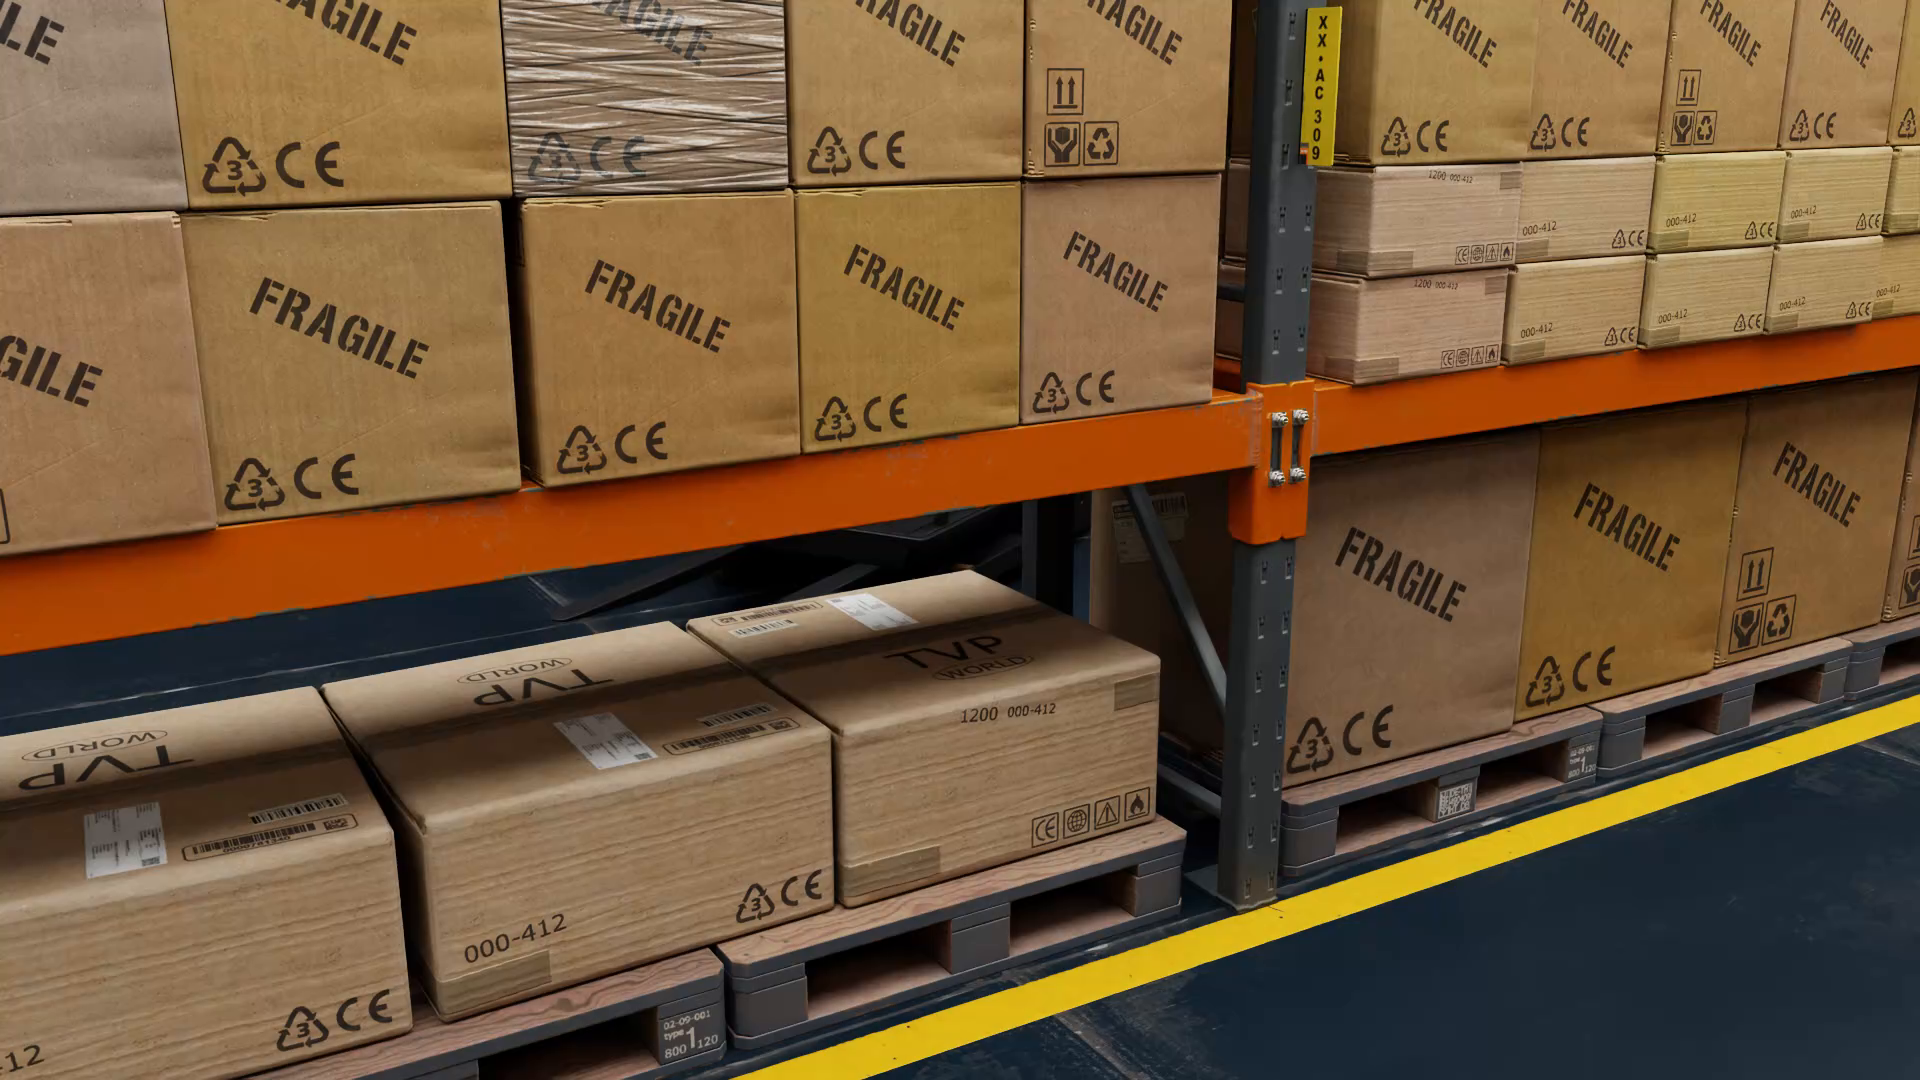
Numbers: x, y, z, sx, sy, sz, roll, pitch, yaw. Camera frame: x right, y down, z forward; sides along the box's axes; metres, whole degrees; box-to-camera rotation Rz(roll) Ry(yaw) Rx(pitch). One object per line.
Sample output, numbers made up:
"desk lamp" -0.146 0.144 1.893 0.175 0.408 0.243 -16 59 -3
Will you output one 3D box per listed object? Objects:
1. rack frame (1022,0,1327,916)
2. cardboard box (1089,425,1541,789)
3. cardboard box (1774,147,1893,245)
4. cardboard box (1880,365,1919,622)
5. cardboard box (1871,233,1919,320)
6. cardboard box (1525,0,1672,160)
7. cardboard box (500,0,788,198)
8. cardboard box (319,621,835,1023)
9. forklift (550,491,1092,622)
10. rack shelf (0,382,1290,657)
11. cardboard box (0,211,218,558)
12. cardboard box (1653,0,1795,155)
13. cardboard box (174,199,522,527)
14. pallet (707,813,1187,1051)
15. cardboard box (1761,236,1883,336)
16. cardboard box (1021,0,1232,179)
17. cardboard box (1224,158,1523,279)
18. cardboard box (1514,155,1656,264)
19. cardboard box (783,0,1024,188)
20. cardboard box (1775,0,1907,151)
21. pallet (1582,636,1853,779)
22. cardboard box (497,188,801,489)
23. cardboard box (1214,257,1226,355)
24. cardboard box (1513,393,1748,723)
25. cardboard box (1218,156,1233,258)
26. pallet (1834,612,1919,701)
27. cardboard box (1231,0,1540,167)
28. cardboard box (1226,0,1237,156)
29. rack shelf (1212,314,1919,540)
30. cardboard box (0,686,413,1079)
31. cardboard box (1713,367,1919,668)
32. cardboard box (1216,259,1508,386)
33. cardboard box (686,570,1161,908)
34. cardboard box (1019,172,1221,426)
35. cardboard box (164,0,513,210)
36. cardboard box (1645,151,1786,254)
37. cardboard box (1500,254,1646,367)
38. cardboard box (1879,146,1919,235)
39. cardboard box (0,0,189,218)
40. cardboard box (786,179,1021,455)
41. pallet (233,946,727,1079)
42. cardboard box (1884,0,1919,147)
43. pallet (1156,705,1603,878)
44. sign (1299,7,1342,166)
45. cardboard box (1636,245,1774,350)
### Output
"rack frame" 0.484 -0.642 4.142 0.127 3.000 1.000 -9 18 -30
"cardboard box" 0.974 0.074 4.745 0.875 0.875 0.875 -9 18 -28
"cardboard box" 2.317 -1.020 4.842 0.500 0.250 0.500 -10 18 -31
"cardboard box" 3.278 -0.300 6.081 0.875 0.875 0.875 -9 18 -30
"cardboard box" 2.743 -0.854 5.178 0.500 0.250 0.500 -9 18 -30
"cardboard box" 1.431 -1.243 4.249 0.500 0.500 0.500 -9 18 -30
"cardboard box" -0.649 -0.900 3.026 0.500 0.500 0.500 -9 18 -29
"cardboard box" -0.877 0.577 3.764 0.875 0.438 0.875 -10 18 -31
"forklift" -0.382 -1.248 6.432 1.130 2.935 3.031 8 18 27
"rack shelf" -1.231 -0.017 3.247 4.000 0.370 1.077 -9 18 -30
"cardboard box" -1.521 -0.277 2.657 0.500 0.500 0.500 -9 18 -30
"cardboard box" 1.862 -1.312 4.496 0.500 0.500 0.500 -10 18 -31
"cardboard box" -1.100 -0.351 2.919 0.500 0.500 0.500 -9 18 -28
"pallet" -0.208 0.789 4.206 1.213 0.211 1.003 -9 18 -30
"cardboard box" 2.321 -0.777 4.901 0.500 0.250 0.500 -10 18 -31
"cardboard box" 0.222 -1.042 3.531 0.500 0.500 0.500 -9 18 -30
"cardboard box" 1.006 -0.806 4.080 0.500 0.250 0.500 -10 18 -31
"cardboard box" 1.439 -0.885 4.362 0.500 0.250 0.500 -9 18 -29
"cardboard box" -0.218 -0.973 3.287 0.500 0.500 0.500 -10 18 -31
"cardboard box" 2.302 -1.386 4.758 0.500 0.500 0.500 -10 18 -31
"pallet" 2.153 0.406 5.572 1.213 0.211 1.003 -9 18 -30
"cardboard box" -0.644 -0.420 3.166 0.500 0.500 0.500 -10 18 -31
"cardboard box" 0.738 -0.690 4.593 0.500 0.250 0.500 -10 18 -31
"cardboard box" 1.744 -0.053 5.200 0.875 0.875 0.875 -9 18 -28
"cardboard box" 0.737 -0.928 4.514 0.500 0.250 0.500 -9 18 -30
"pallet" 3.198 0.237 6.173 1.213 0.211 1.003 -9 18 -30
"cardboard box" 1.009 -1.166 3.974 0.500 0.500 0.500 -9 18 -29
"cardboard box" 0.737 -1.292 4.422 0.500 0.500 0.500 -9 18 -28
"rack shelf" 2.198 -0.573 5.231 4.000 0.370 1.077 -9 18 -30
"cardboard box" -1.651 0.702 3.318 0.875 0.438 0.875 -9 18 -28
"cardboard box" 2.511 -0.177 5.643 0.875 0.875 0.875 -9 18 -29
"cardboard box" 0.997 -0.570 4.162 0.500 0.250 0.500 -10 18 -31
"cardboard box" -0.110 0.452 4.208 0.875 0.438 0.875 -10 18 -31
"cardboard box" 0.218 -0.566 3.687 0.500 0.500 0.500 -9 18 -29
"cardboard box" -1.083 -0.832 2.784 0.500 0.500 0.500 -9 18 -29
"cardboard box" 1.885 -0.949 4.590 0.500 0.250 0.500 -9 18 -29
"cardboard box" 1.440 -0.642 4.420 0.500 0.250 0.500 -10 18 -31
"cardboard box" 2.762 -1.092 5.100 0.500 0.250 0.500 -10 18 -31
"cardboard box" -1.510 -0.763 2.536 0.500 0.500 0.500 -9 18 -30
"cardboard box" -0.220 -0.493 3.428 0.500 0.500 0.500 -10 18 -31
"pallet" -1.255 0.959 3.597 1.213 0.211 1.003 -9 18 -30
"cardboard box" 2.739 -1.454 5.003 0.500 0.500 0.500 -9 18 -30
"pallet" 1.106 0.576 4.963 1.213 0.211 1.003 -9 18 -30
"sign" 0.771 -0.969 3.557 0.005 0.325 0.100 -9 18 -30
"cardboard box" 1.887 -0.709 4.661 0.500 0.250 0.500 -9 18 -30
